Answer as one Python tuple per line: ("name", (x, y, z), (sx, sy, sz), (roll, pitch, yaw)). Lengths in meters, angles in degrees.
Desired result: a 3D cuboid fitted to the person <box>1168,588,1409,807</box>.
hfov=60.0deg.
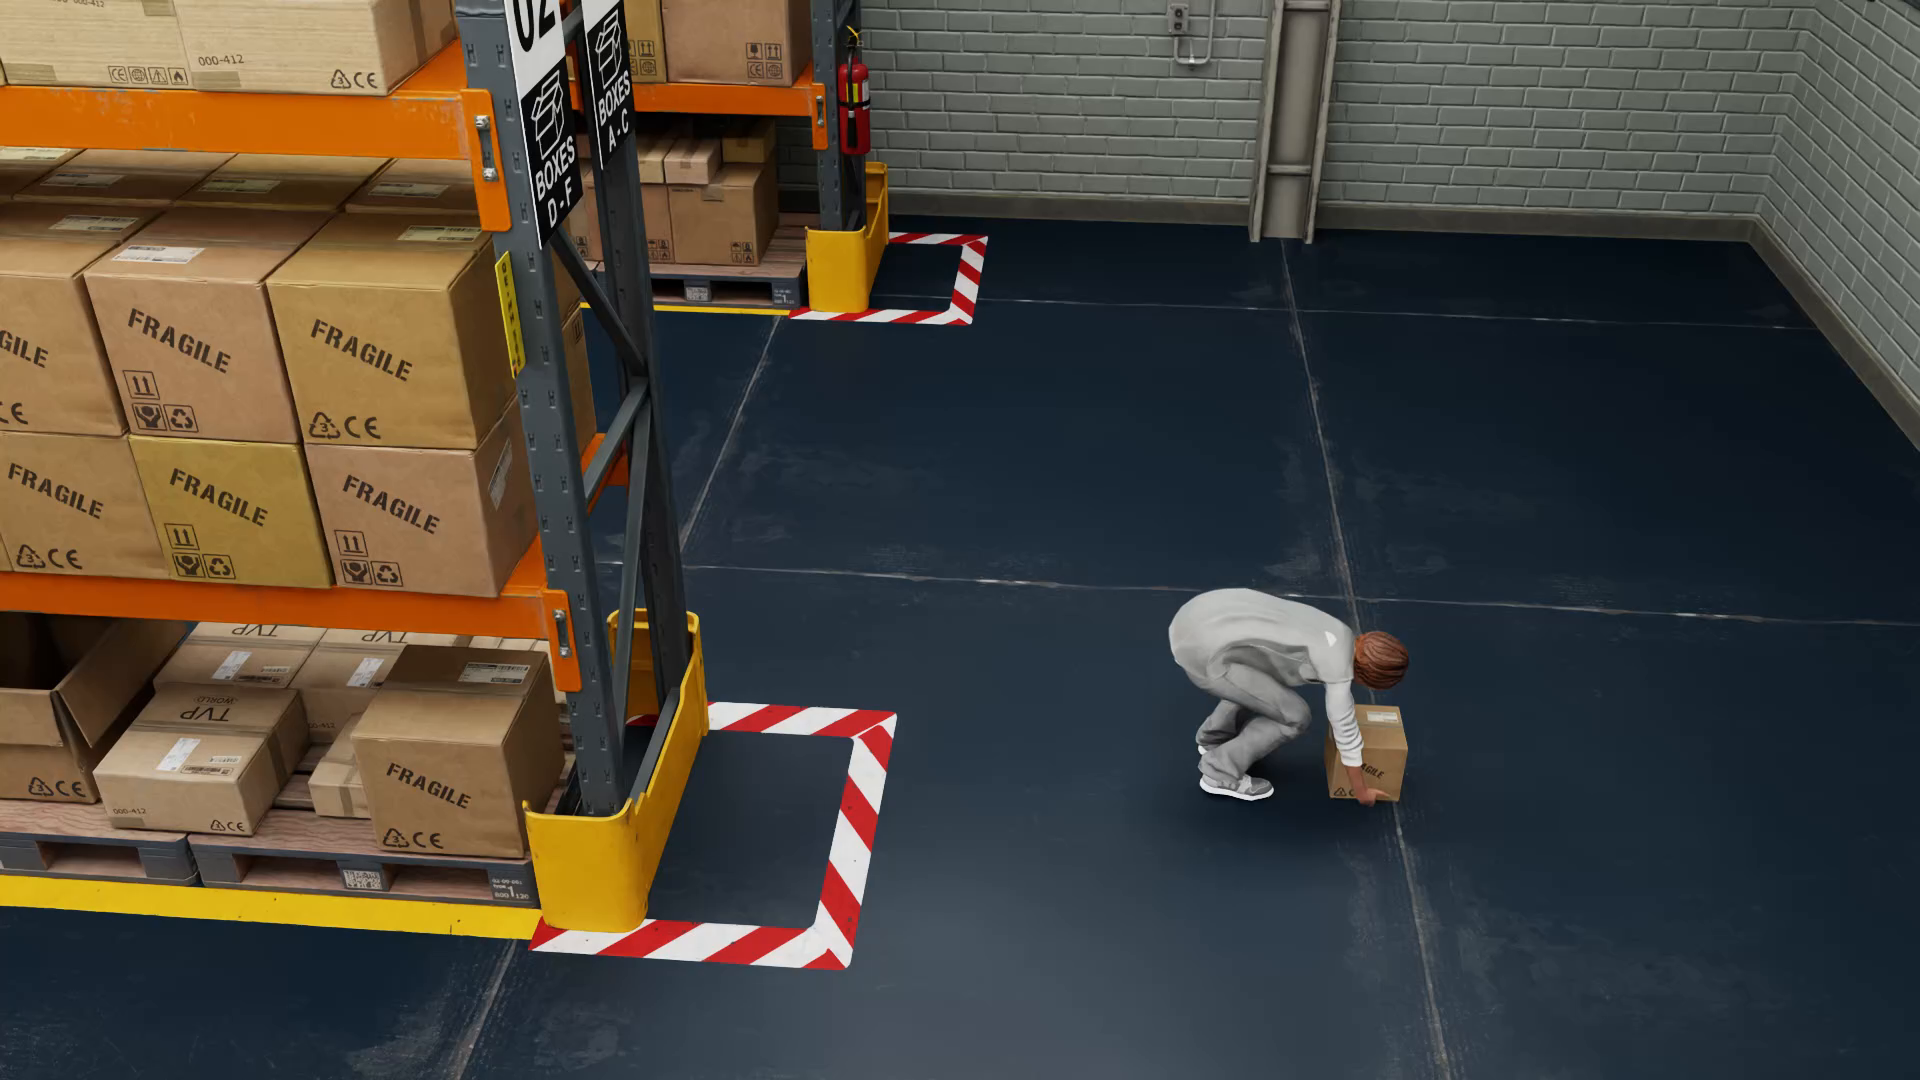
("person", (1.174, 0.549, 6.043), (0.864, 0.807, 0.433), (1, 32, 2))
